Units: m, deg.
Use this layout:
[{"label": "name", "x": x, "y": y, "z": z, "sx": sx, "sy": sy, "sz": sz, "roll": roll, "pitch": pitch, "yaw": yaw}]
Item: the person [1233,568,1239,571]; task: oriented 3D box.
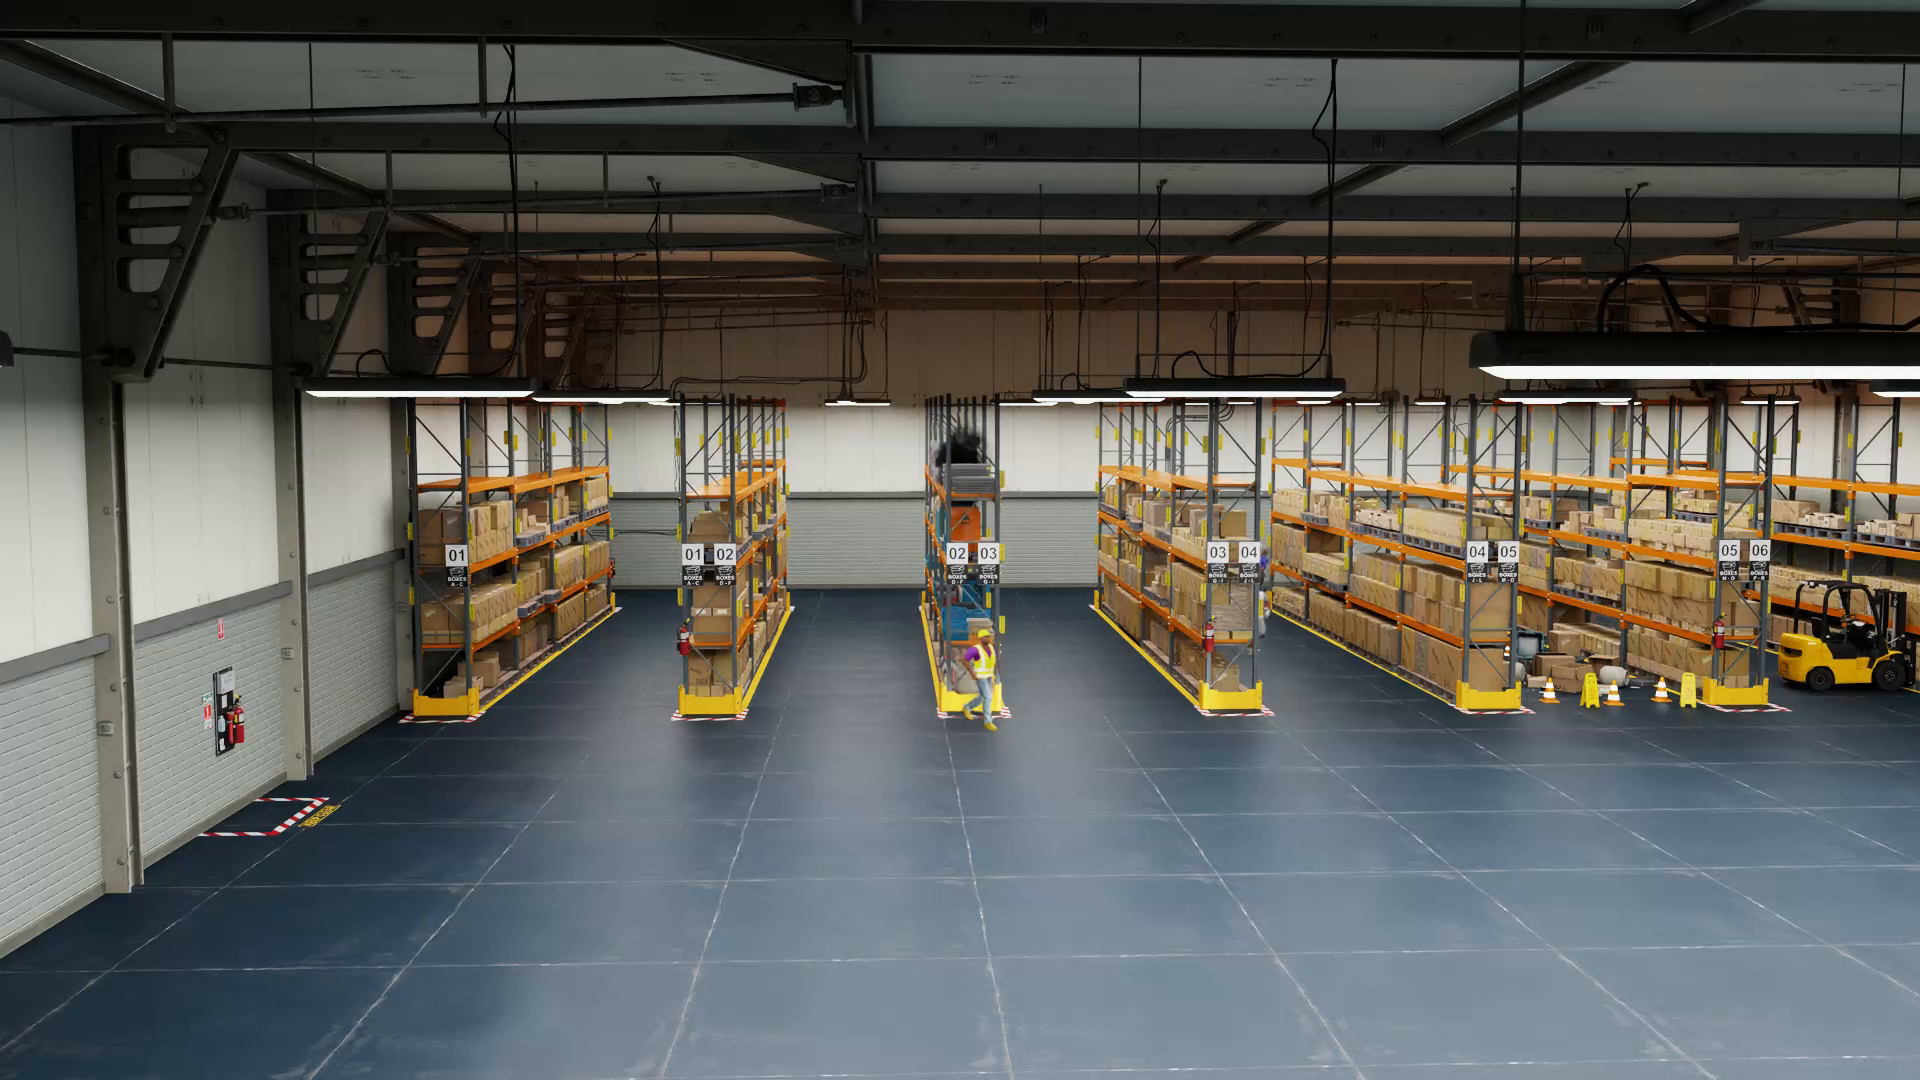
[{"label": "person", "x": 8.222, "y": 1.030, "z": 48.401, "sx": 0.760, "sy": 1.786, "sz": 0.834, "roll": 3, "pitch": 6, "yaw": 36}]

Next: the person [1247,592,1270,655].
[{"label": "person", "x": 6.865, "y": 1.815, "z": 38.496, "sx": 0.721, "sy": 1.734, "sz": 0.651, "roll": 0, "pitch": 5, "yaw": -5}]

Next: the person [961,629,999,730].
[{"label": "person", "x": 0.385, "y": 2.475, "z": 29.880, "sx": 0.886, "sy": 1.778, "sz": 0.707, "roll": 4, "pitch": 6, "yaw": 40}]

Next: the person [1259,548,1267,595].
[{"label": "person", "x": 8.810, "y": 1.055, "z": 49.182, "sx": 0.685, "sy": 1.625, "sz": 0.719, "roll": 0, "pitch": 5, "yaw": 2}]
